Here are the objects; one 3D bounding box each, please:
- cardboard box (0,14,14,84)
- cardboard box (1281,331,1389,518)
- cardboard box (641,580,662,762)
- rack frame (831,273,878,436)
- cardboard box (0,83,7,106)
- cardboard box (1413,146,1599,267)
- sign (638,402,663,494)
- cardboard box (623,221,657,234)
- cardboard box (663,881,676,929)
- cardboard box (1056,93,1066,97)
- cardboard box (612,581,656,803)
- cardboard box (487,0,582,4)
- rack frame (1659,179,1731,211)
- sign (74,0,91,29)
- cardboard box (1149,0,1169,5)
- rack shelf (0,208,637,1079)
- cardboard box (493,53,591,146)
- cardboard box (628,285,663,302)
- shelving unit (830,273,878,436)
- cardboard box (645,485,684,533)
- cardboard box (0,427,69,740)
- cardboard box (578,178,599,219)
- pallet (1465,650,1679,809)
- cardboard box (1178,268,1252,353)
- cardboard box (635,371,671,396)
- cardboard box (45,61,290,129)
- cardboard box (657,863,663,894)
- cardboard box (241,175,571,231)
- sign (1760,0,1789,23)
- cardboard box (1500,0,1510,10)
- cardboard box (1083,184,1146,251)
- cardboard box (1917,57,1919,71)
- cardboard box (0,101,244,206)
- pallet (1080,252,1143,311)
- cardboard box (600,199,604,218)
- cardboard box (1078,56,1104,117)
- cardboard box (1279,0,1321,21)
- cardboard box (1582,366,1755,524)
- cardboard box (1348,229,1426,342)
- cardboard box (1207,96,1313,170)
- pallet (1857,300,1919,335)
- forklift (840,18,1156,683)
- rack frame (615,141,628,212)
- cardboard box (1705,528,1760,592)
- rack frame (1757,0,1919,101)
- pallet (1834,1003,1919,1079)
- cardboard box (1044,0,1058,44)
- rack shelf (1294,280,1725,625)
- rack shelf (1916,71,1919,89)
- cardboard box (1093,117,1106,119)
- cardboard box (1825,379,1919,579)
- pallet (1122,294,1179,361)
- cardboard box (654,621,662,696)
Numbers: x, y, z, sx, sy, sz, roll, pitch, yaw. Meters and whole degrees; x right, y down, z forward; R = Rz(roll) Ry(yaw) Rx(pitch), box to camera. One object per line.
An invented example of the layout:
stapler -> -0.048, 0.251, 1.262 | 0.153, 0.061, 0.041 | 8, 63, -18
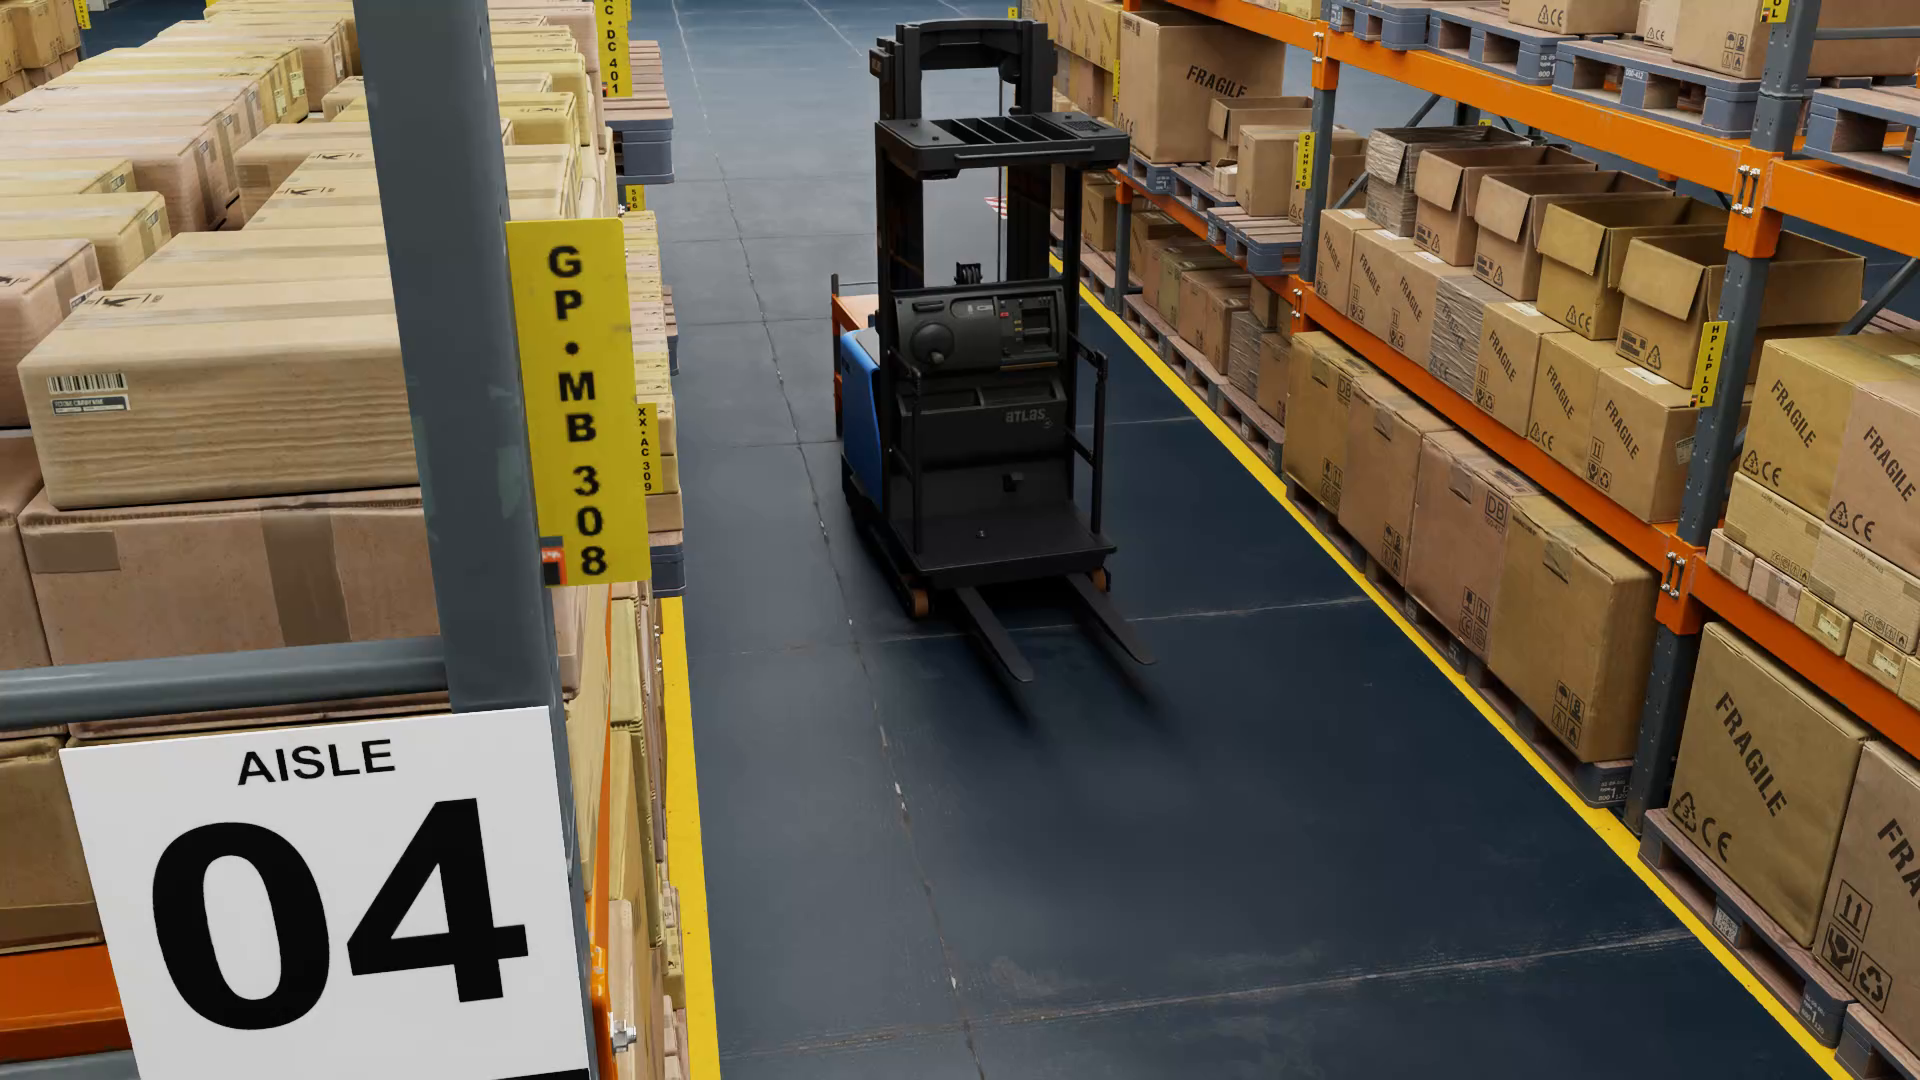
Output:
cardboard box -> -7.931, -3.841, 13.050 | 0.700, 0.500, 0.500 | -5, 24, -11
cardboard box -> 2.663, -0.715, 9.769 | 1.225, 0.875, 0.875 | -5, 24, -12
cardboard box -> -1.136, 0.323, 4.766 | 0.500, 0.500, 0.500 | -5, 24, -11
rack frame -> -0.607, -1.264, 11.239 | 0.500, 1.125, 0.032 | -7, 25, -15
cardboard box -> -7.927, -3.379, 13.243 | 0.500, 0.500, 0.500 | -5, 24, -10
cardboard box -> 2.792, -1.730, 8.584 | 0.797, 0.503, 0.637 | -4, 24, -9
sign -> -1.066, -0.309, 5.627 | 0.100, 0.325, 0.005 | -4, 24, -10
cardboard box -> -1.752, -1.534, 8.561 | 0.380, 0.149, 0.250 | -5, 24, -10
cardboard box -> -1.165, 1.315, 5.657 | 0.380, 0.149, 0.250 | -5, 24, -12
cardboard box -> 1.132, -4.180, 15.887 | 0.380, 0.149, 0.250 | -4, 24, -10
cardboard box -> -0.952, 0.264, 3.653 | 0.500, 0.500, 0.500 | -5, 24, -11
cardboard box -> -1.213, -1.380, 4.479 | 0.380, 0.149, 0.250 | -4, 24, -8
rack frame -> 6.683, -3.709, 14.495 | 1.000, 3.000, 0.127 | -4, 24, -10
sign -> -8.114, -4.891, 15.360 | 0.100, 0.325, 0.005 | -4, 24, -10
cardboard box -> 1.888, -4.375, 14.274 | 0.500, 0.500, 0.500 | -4, 24, -10
rack shelf -> -1.228, -0.127, 3.444 | 1.077, 0.370, 4.000 | -4, 24, -10
cardboard box -> -0.940, -0.879, 3.331 | 0.380, 0.149, 0.250 | -5, 24, -11
cardboard box -> -1.512, -1.022, 7.388 | 0.380, 0.149, 0.250 | -4, 24, -8
shelving unit -> -0.462, -1.069, 10.793 | 0.538, 1.125, 1.048 | -7, 25, -15
cardboard box -> -1.219, -0.135, 6.100 | 0.380, 0.149, 0.250 | -5, 24, -12
cardboard box -> -1.194, 0.007, 1.800 | 0.500, 0.250, 0.500 | -5, 24, -11
cardboard box -> -0.863, -0.427, 2.795 | 0.500, 0.250, 0.500 | -4, 24, -9
pallet -> 3.078, 0.784, 7.691 | 1.003, 0.211, 1.213 | -4, 24, -10
cardboard box -> 2.082, -1.747, 12.575 | 0.700, 0.500, 0.500 | -6, 24, -14
cardboard box -> -1.277, -0.517, 6.231 | 0.380, 0.149, 0.250 | -4, 24, -8
cardboard box -> -1.525, -0.831, 3.223 | 0.380, 0.149, 0.250 | -5, 24, -11
cardboard box -> -1.190, 1.191, 5.569 | 0.380, 0.149, 0.250 | -4, 24, -9
cardboard box -> -0.702, -0.371, 2.168 | 0.380, 0.149, 0.250 | -4, 24, -10
sign -> 2.764, -1.908, 5.583 | 0.100, 0.325, 0.005 | -4, 24, -10
cardboard box -> 2.985, -2.815, 8.049 | 0.500, 0.500, 0.500 | -3, 24, -7
cardboard box -> 1.476, -3.013, 15.499 | 0.500, 0.500, 0.500 | -6, 24, -14
cardboard box -> 10.886, -5.509, 18.491 | 0.700, 0.500, 0.500 | -4, 24, -10
cardboard box -> -1.414, -0.628, 2.757 | 0.380, 0.149, 0.250 | -4, 24, -9
pallet -> 1.657, -2.326, 14.813 | 1.003, 0.211, 1.213 | -4, 24, -10
cardboard box -> -1.067, -0.604, 3.826 | 0.500, 0.250, 0.500 | -5, 24, -10
cardboard box -> 1.544, -4.095, 14.881 | 0.875, 0.500, 0.500 | -4, 24, -10
cardboard box -> 2.226, -3.244, 9.870 | 0.500, 0.250, 0.500 | -4, 24, -10
cardboard box -> 2.940, -0.406, 6.806 | 0.500, 0.500, 0.500 | -4, 24, -10
cardboard box -> 2.475, -1.401, 9.085 | 0.500, 0.500, 0.500 | -5, 24, -11
cardboard box -> 2.227, -2.907, 12.005 | 0.797, 0.503, 0.637 | -2, 24, -4
pallet -> 7.096, -1.644, 13.251 | 1.003, 0.211, 1.213 | -4, 24, -10
forklift -> 0.178, -1.101, 8.610 | 1.130, 2.935, 3.031 | -7, 24, -15
rack frame -> -2.338, -1.442, 9.304 | 1.000, 3.000, 0.127 | -4, 24, -10
cardboard box -> 3.023, 0.060, 6.178 | 0.380, 0.149, 0.250 | -4, 24, -10
rack frame -> 3.295, -2.945, 5.250 | 1.000, 3.000, 0.127 | -4, 24, -10
pallet -> 3.588, 1.868, 5.210 | 1.003, 0.211, 1.213 | -4, 24, -10
cardboard box -> 1.089, -4.926, 15.535 | 0.500, 0.500, 0.500 | -4, 24, -10
rack shelf -> 2.925, -0.653, 8.396 | 1.077, 0.370, 4.000 | -4, 24, -10
rack shelf -> 11.182, -4.531, 17.276 | 1.077, 0.370, 4.000 | -4, 24, -10
cardboard box -> 1.391, -3.690, 14.766 | 0.380, 0.149, 0.250 | -4, 24, -10
cardboard box -> 3.216, -0.206, 5.352 | 0.500, 0.500, 0.500 | -4, 24, -10
pallet -> 1.961, -1.759, 13.513 | 1.003, 0.211, 1.213 | -4, 24, -10
cardboard box -> -1.475, 0.431, 6.678 | 0.500, 0.250, 0.500 | -5, 24, -12
